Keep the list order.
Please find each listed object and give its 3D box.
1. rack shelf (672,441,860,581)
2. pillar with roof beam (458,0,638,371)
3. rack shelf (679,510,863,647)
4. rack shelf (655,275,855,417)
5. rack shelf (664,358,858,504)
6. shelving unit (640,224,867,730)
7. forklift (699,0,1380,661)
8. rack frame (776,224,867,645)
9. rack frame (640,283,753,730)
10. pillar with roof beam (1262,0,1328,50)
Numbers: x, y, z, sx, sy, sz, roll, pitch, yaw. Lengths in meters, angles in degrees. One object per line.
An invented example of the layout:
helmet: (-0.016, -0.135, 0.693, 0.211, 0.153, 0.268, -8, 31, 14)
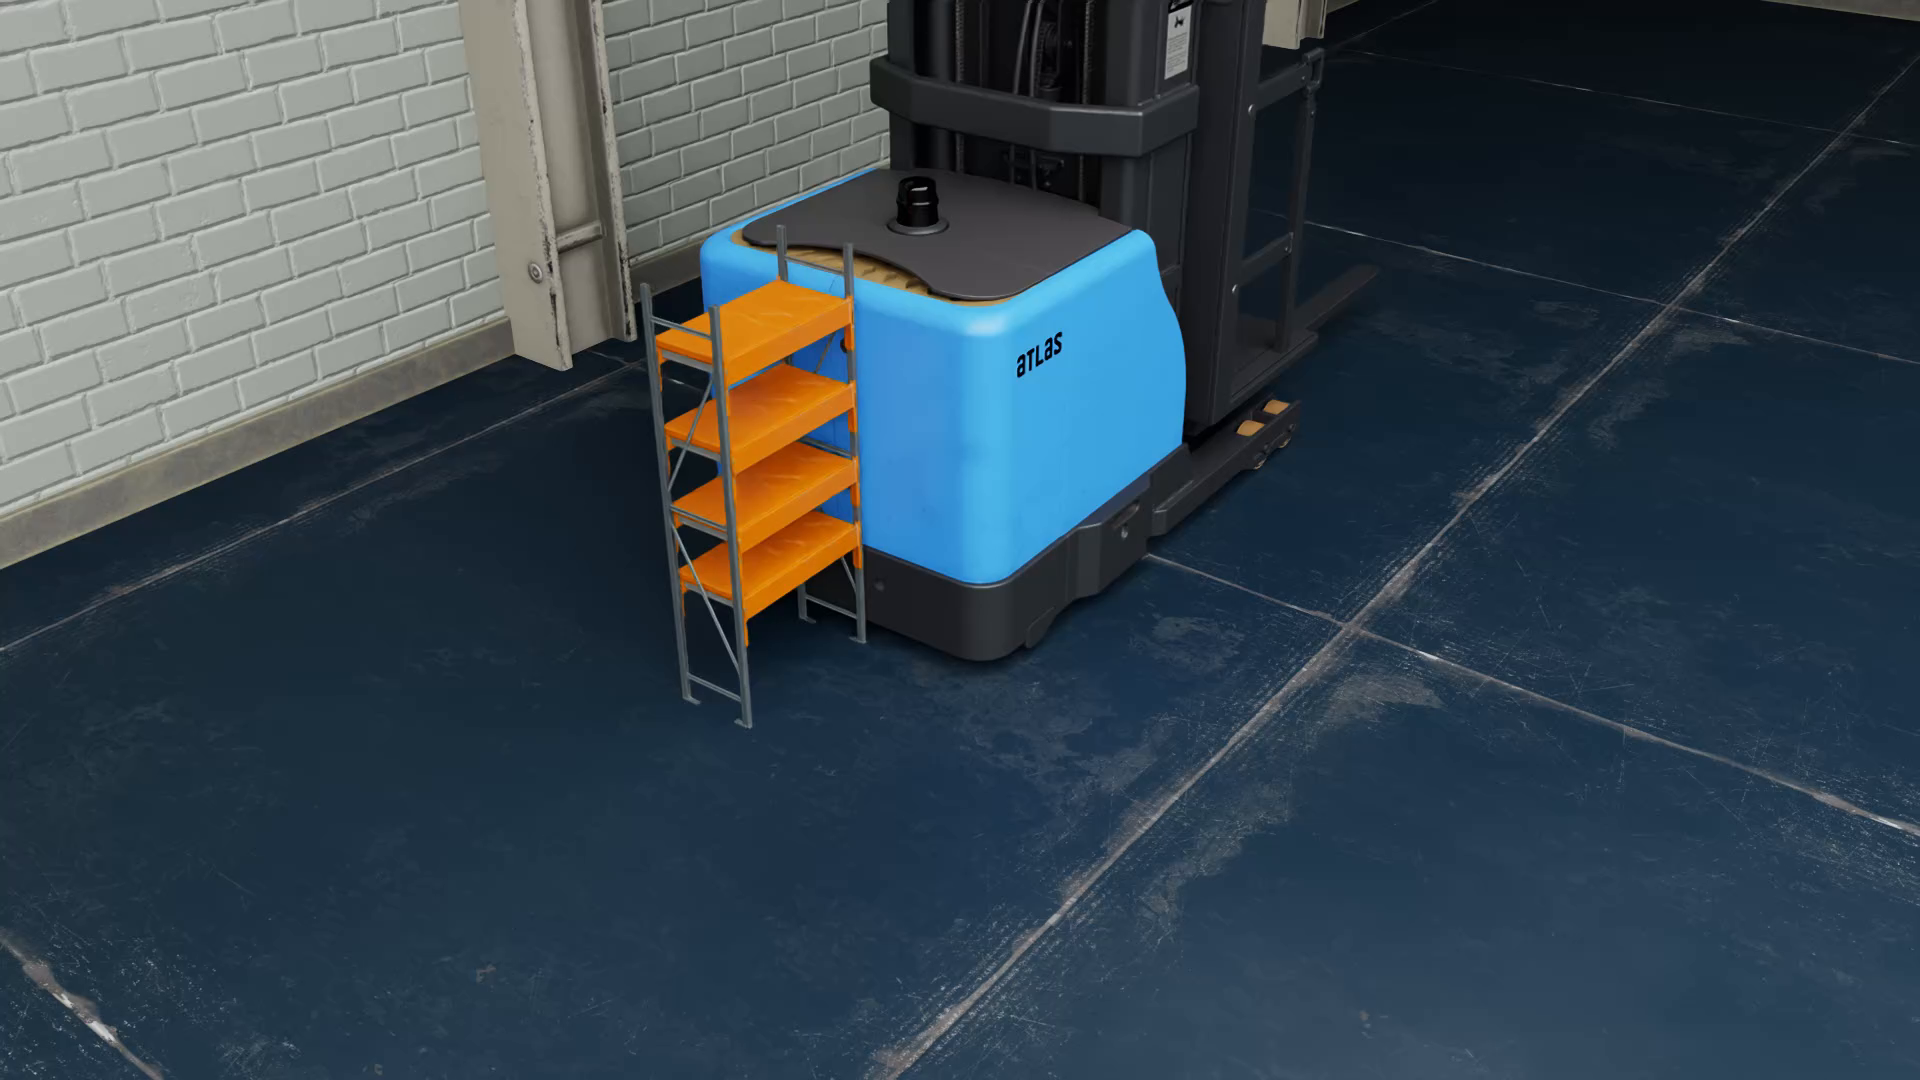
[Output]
rack shelf: (-0.511, -0.095, 4.365, 0.258, 0.148, 0.480, 20, 36, 30)
pillar with roof beam: (1.915, -3.316, 2.019, 9.100, 9.000, 0.400, 21, 37, 31)
rack shelf: (-0.511, 0.076, 4.466, 0.258, 0.148, 0.480, 20, 36, 30)
rack shelf: (-0.511, -0.491, 4.131, 0.258, 0.148, 0.480, 20, 36, 30)
rack shelf: (-0.511, -0.287, 4.251, 0.258, 0.148, 0.480, 20, 36, 30)
shelving unit: (-0.511, -0.153, 4.331, 0.258, 1.200, 0.503, 20, 36, 30)
forklift: (0.532, -1.629, 5.124, 1.130, 2.935, 3.031, 20, 36, 30)
rack frame: (-0.369, -0.254, 4.502, 0.240, 1.200, 0.015, 20, 36, 30)
rack frame: (-0.652, -0.051, 4.160, 0.240, 1.200, 0.015, 20, 36, 30)
pillar with roof beam: (5.537, -5.755, 6.134, 9.100, 9.000, 0.400, 21, 37, 31)
